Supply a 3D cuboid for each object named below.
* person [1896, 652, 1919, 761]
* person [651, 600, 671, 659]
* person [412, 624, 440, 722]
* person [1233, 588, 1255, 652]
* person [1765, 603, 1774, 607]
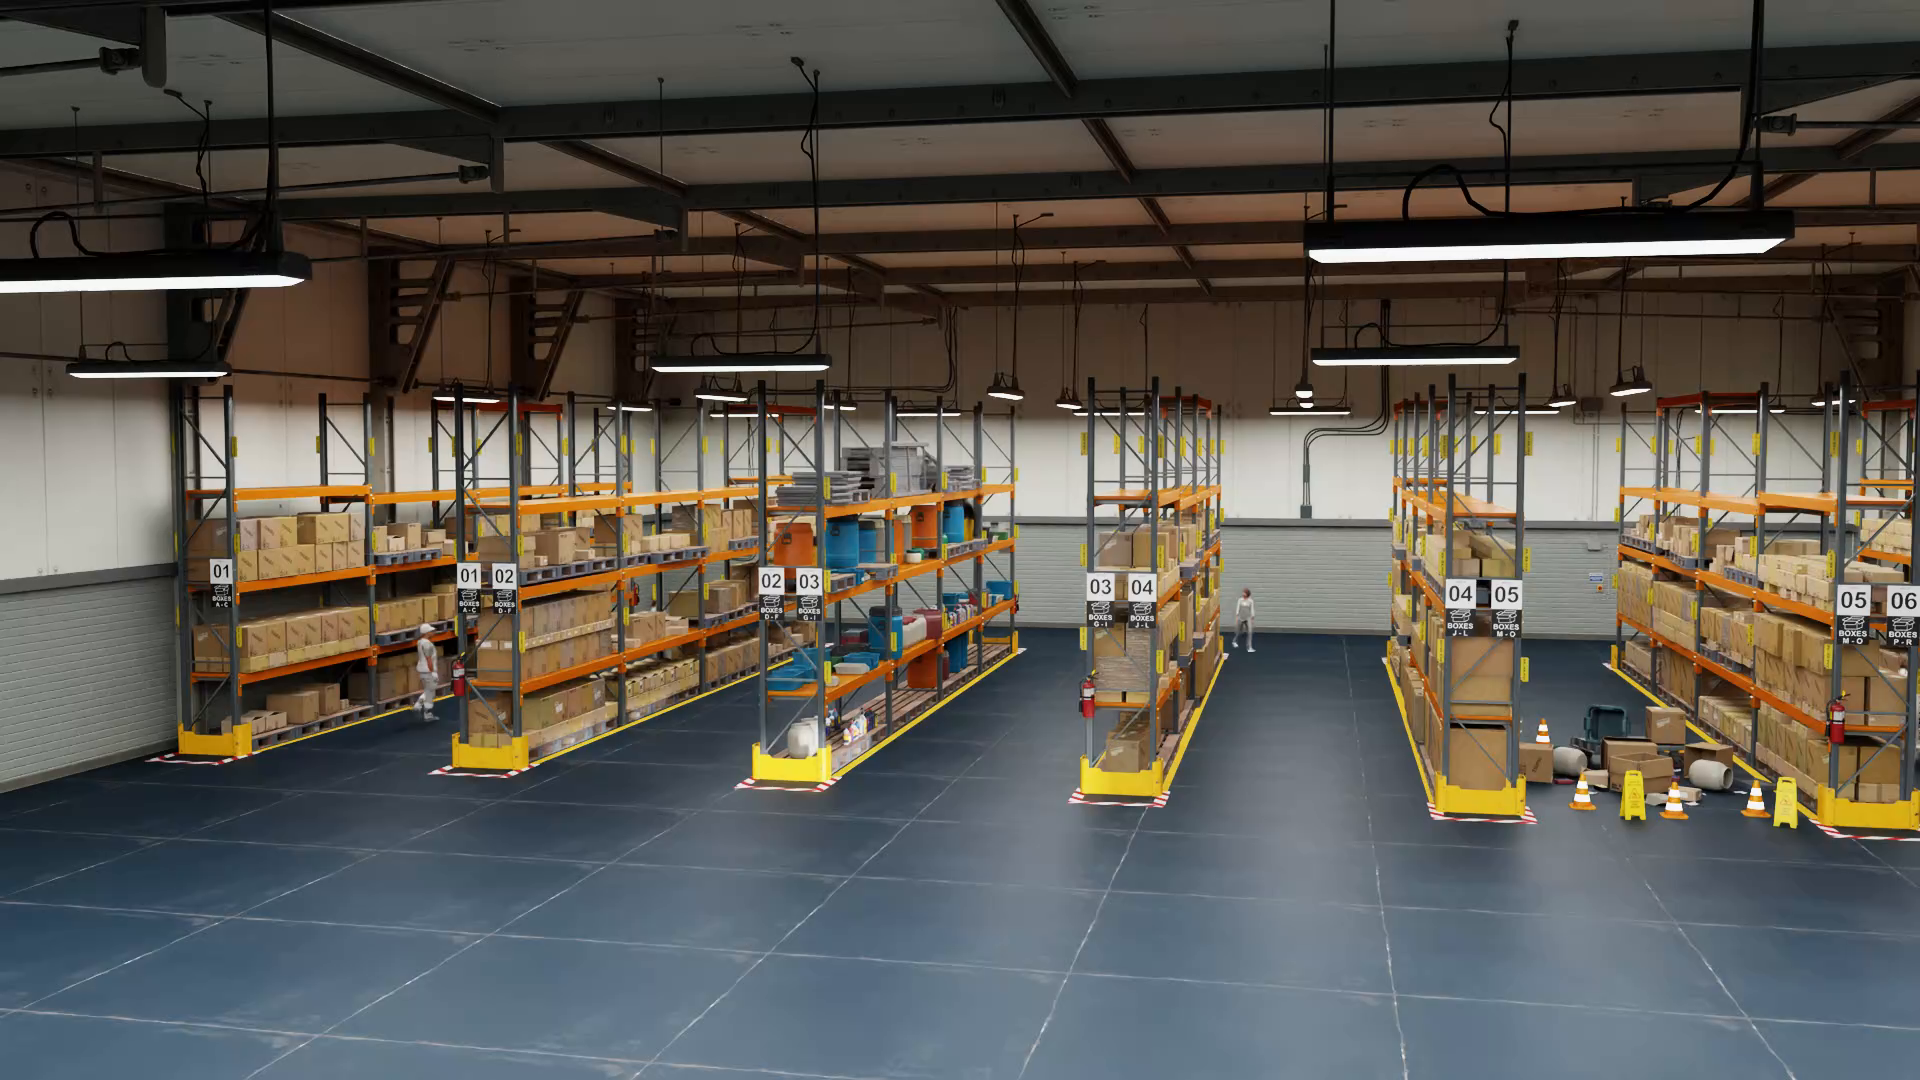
[{"bbox_3d":[15.140,2.664,26.433,0.771,1.750,0.641,1,3,16],"label":"person"},{"bbox_3d":[-6.733,2.079,37.497,0.490,1.667,0.570,-2,4,-37],"label":"person"},{"bbox_3d":[-9.672,2.404,30.147,0.558,1.784,0.497,3,4,44],"label":"person"},{"bbox_3d":[6.943,1.946,40.672,0.505,1.547,0.876,-1,3,-12],"label":"person"},{"bbox_3d":[17.385,2.111,35.714,0.657,1.805,0.542,-1,3,-17],"label":"person"}]
